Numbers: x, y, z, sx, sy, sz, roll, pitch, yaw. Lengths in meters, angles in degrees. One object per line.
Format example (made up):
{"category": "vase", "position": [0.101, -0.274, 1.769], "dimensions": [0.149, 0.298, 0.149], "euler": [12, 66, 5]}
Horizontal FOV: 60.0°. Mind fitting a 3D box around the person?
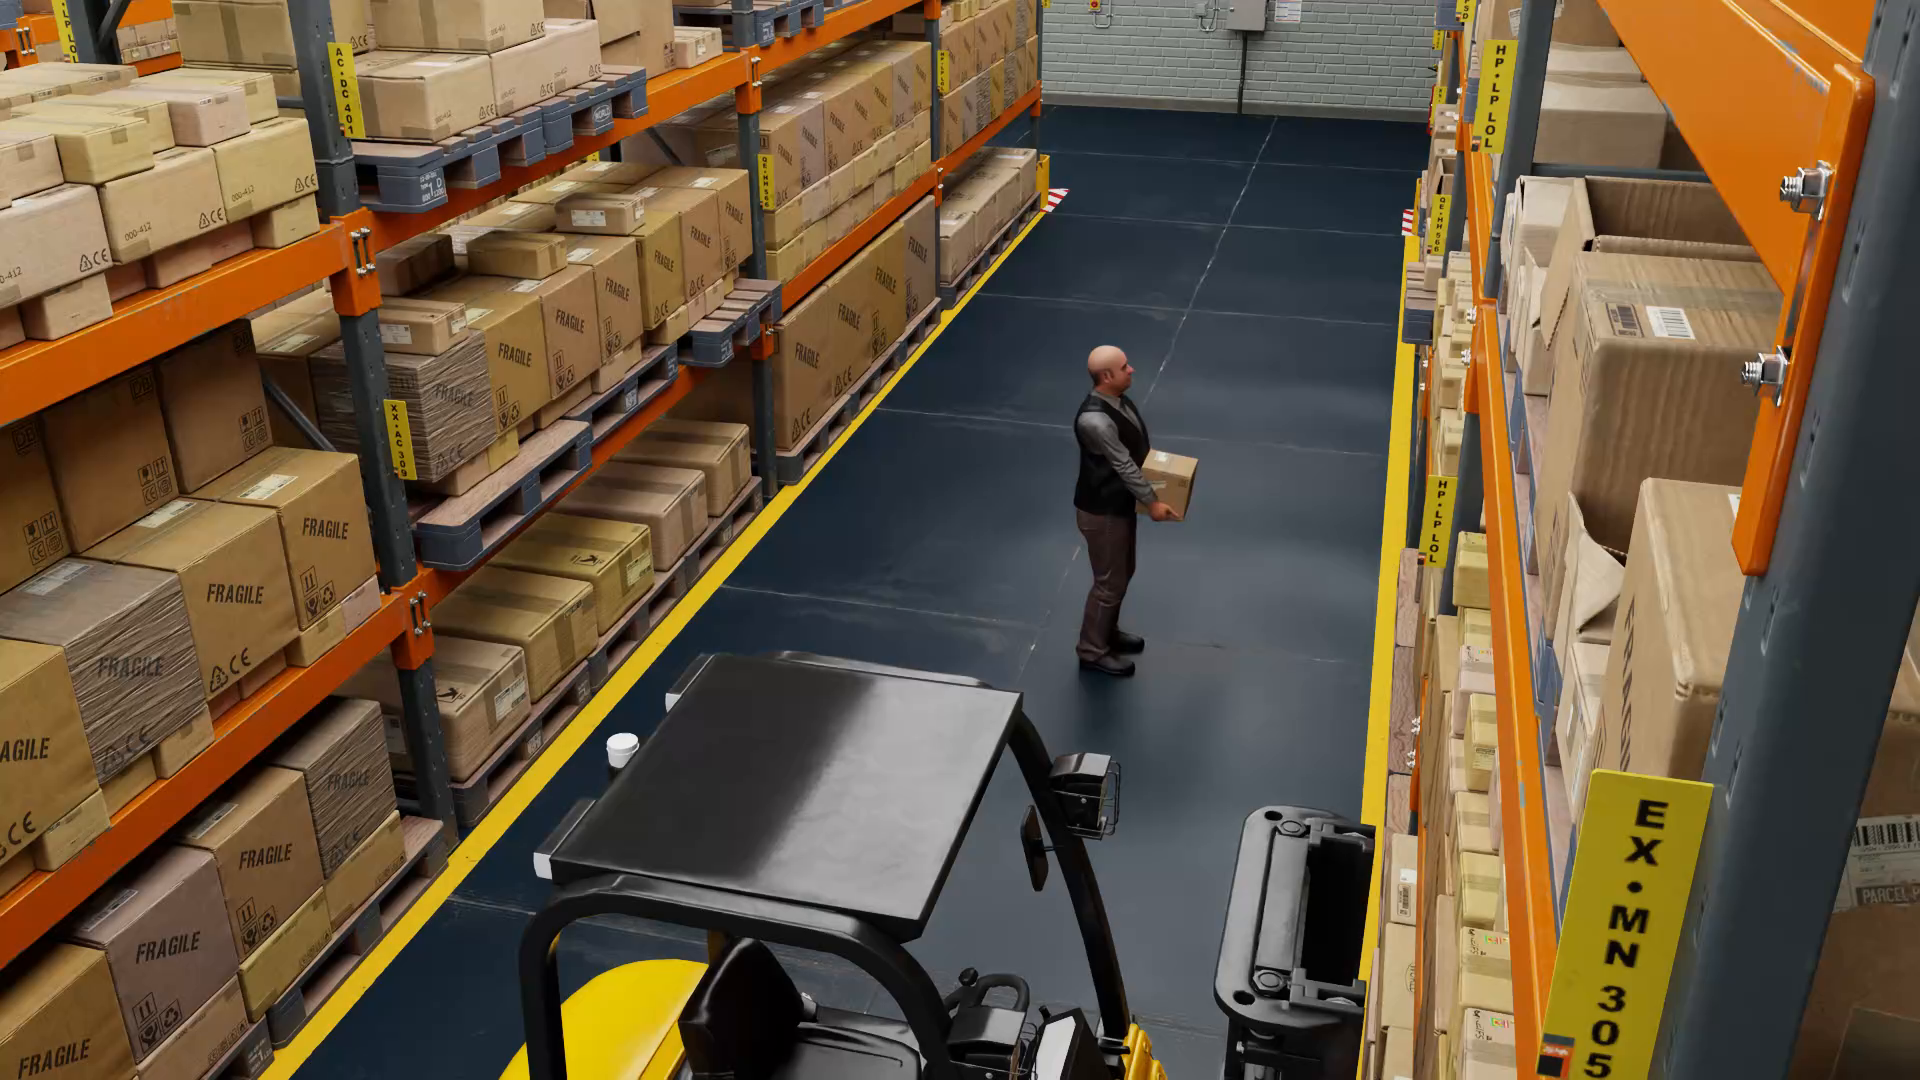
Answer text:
{"category": "person", "position": [0.861, -0.156, 8.479], "dimensions": [0.548, 1.713, 0.494], "euler": [7, 26, 14]}
